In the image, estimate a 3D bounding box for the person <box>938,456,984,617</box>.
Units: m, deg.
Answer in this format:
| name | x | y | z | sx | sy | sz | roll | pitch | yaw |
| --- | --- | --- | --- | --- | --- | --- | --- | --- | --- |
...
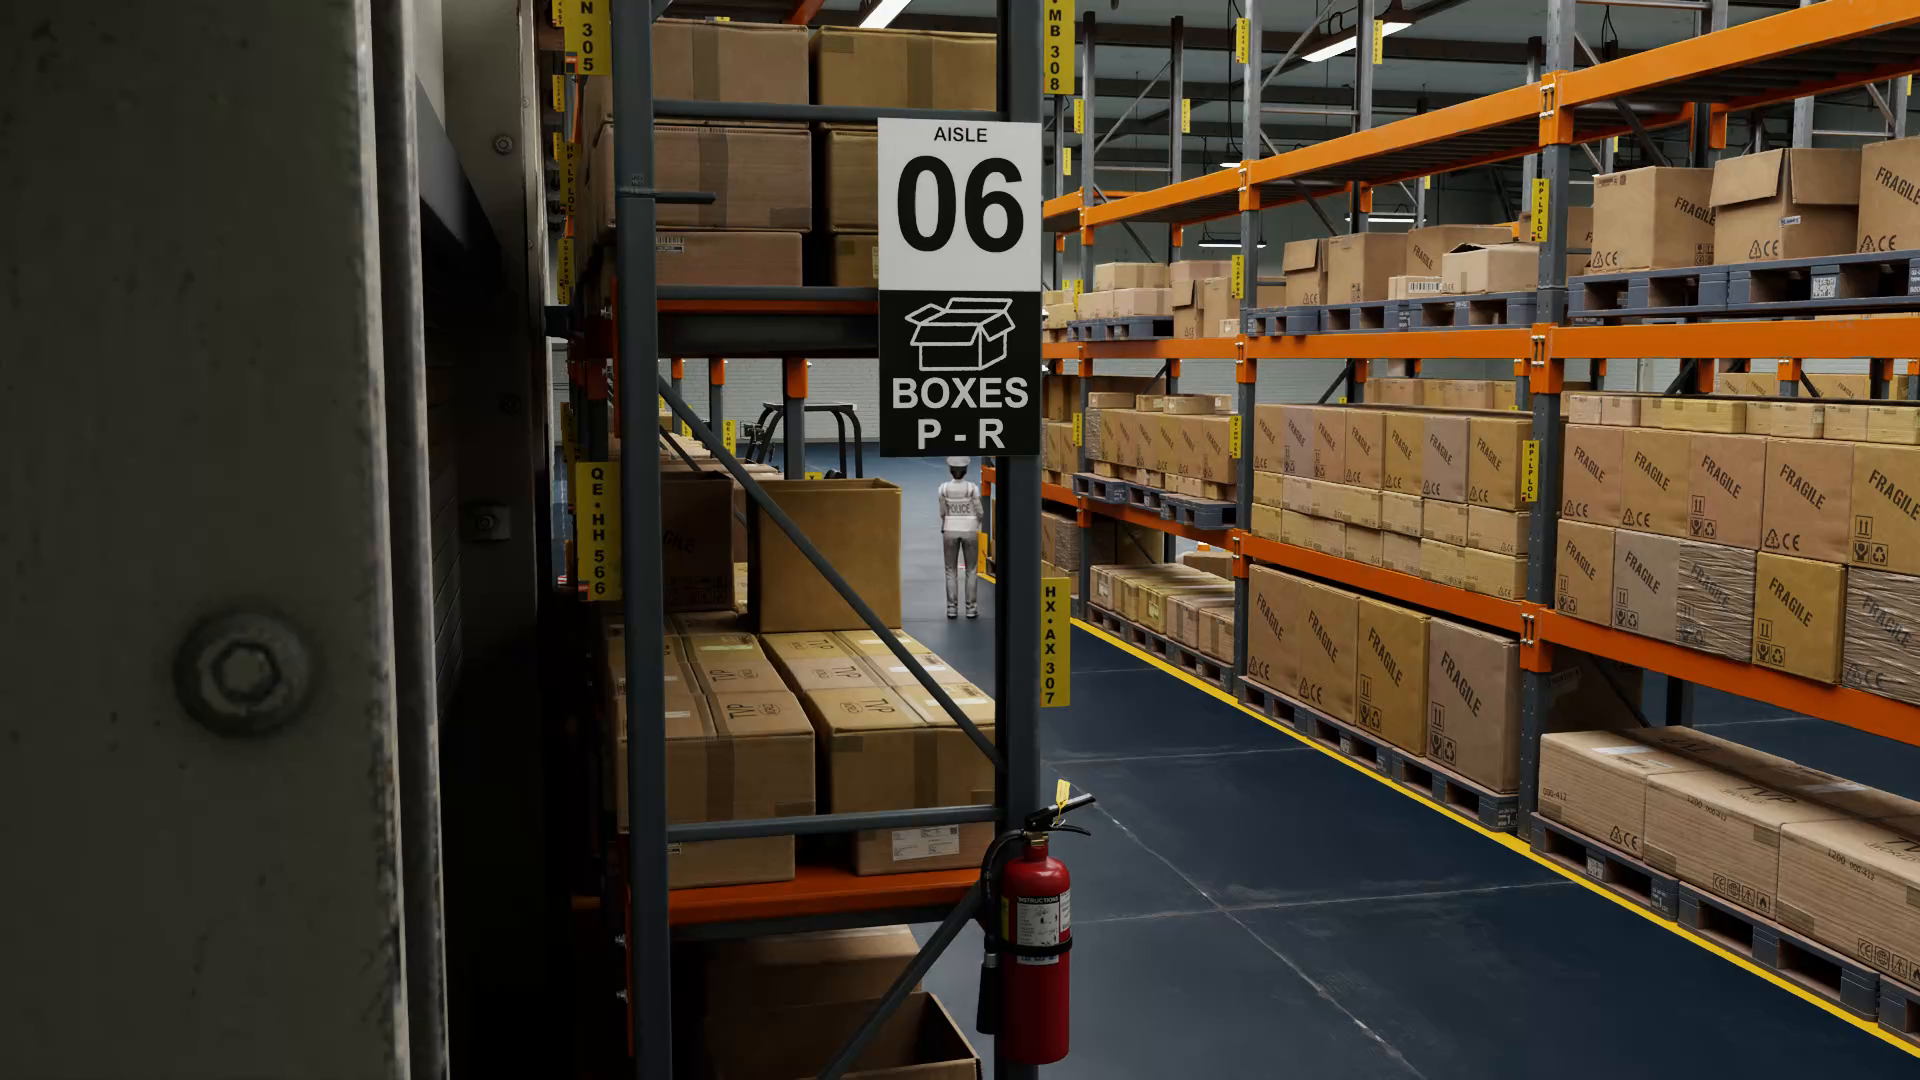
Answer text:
| name | x | y | z | sx | sy | sz | roll | pitch | yaw |
| --- | --- | --- | --- | --- | --- | --- | --- | --- | --- |
| person | 0.016 | -0.050 | 17.037 | 0.458 | 1.686 | 0.558 | 1 | 6 | 6 |
